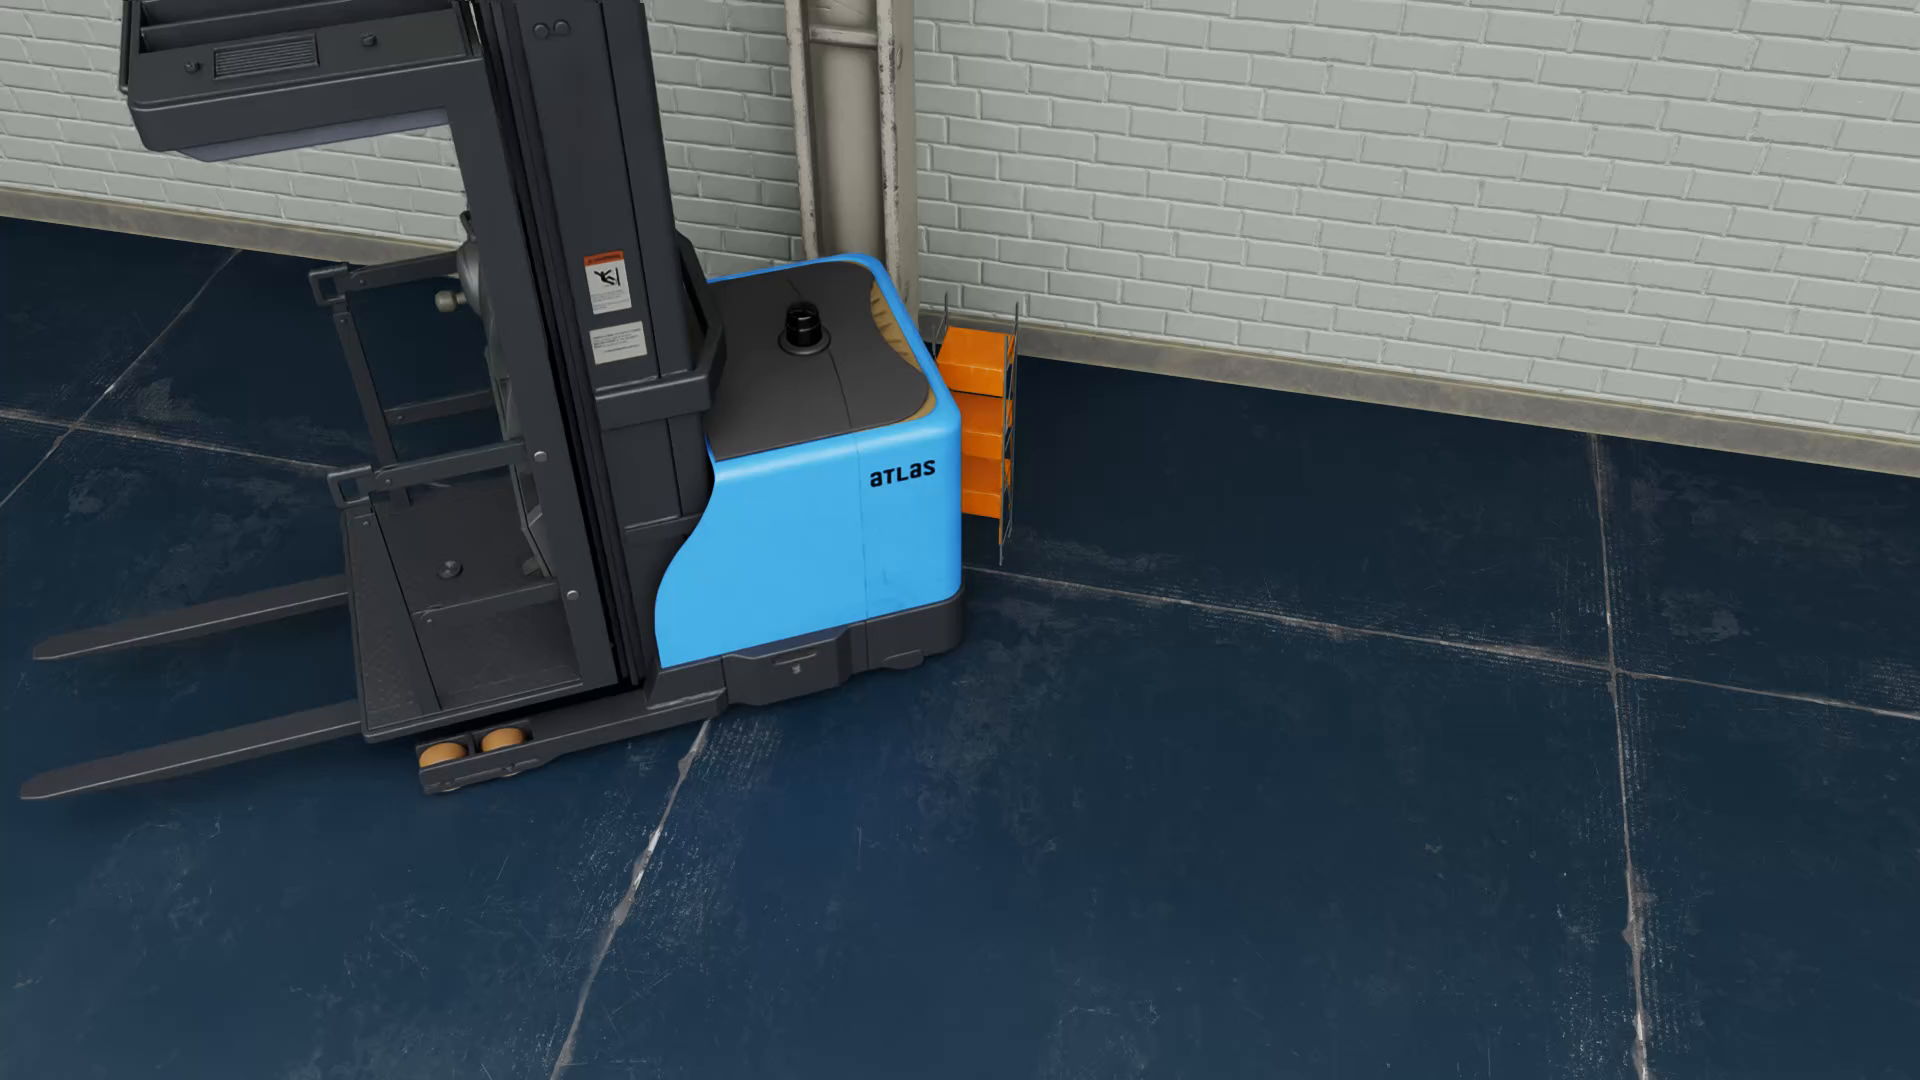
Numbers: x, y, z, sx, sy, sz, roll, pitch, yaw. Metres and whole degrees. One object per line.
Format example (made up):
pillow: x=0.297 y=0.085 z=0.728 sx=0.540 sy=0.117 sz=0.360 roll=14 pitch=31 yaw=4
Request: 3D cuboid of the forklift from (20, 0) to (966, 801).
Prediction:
forklift: x=-1.555 y=-0.653 z=4.815 sx=3.031 sy=2.935 sz=1.130 roll=-13 pitch=45 yaw=-13

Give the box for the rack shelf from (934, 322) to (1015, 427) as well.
rack shelf: x=0.052 y=-0.567 z=5.688 sx=0.240 sy=0.259 sz=0.215 roll=9 pitch=45 yaw=9

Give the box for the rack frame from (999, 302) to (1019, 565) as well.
rack frame: x=0.171 y=-0.352 z=5.858 sx=0.008 sy=1.050 sz=0.200 roll=9 pitch=45 yaw=9

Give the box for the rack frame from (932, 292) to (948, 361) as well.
rack frame: x=-0.067 y=-0.389 z=5.897 sx=0.008 sy=1.050 sz=0.200 roll=9 pitch=45 yaw=9

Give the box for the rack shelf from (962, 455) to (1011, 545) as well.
rack shelf: x=0.052 y=-0.162 z=6.078 sx=0.240 sy=0.259 sz=0.215 roll=9 pitch=45 yaw=9

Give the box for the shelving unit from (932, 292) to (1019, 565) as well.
shelving unit: x=0.052 y=-0.370 z=5.877 sx=0.252 sy=1.050 sz=0.215 roll=9 pitch=45 yaw=9

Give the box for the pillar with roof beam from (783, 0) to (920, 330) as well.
pillar with roof beam: x=-1.338 y=-1.133 z=0.938 sx=0.400 sy=9.000 sz=9.100 roll=9 pitch=45 yaw=9

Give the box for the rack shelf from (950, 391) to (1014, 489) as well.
rack shelf: x=0.052 y=-0.363 z=5.885 sx=0.240 sy=0.259 sz=0.215 roll=9 pitch=45 yaw=9
